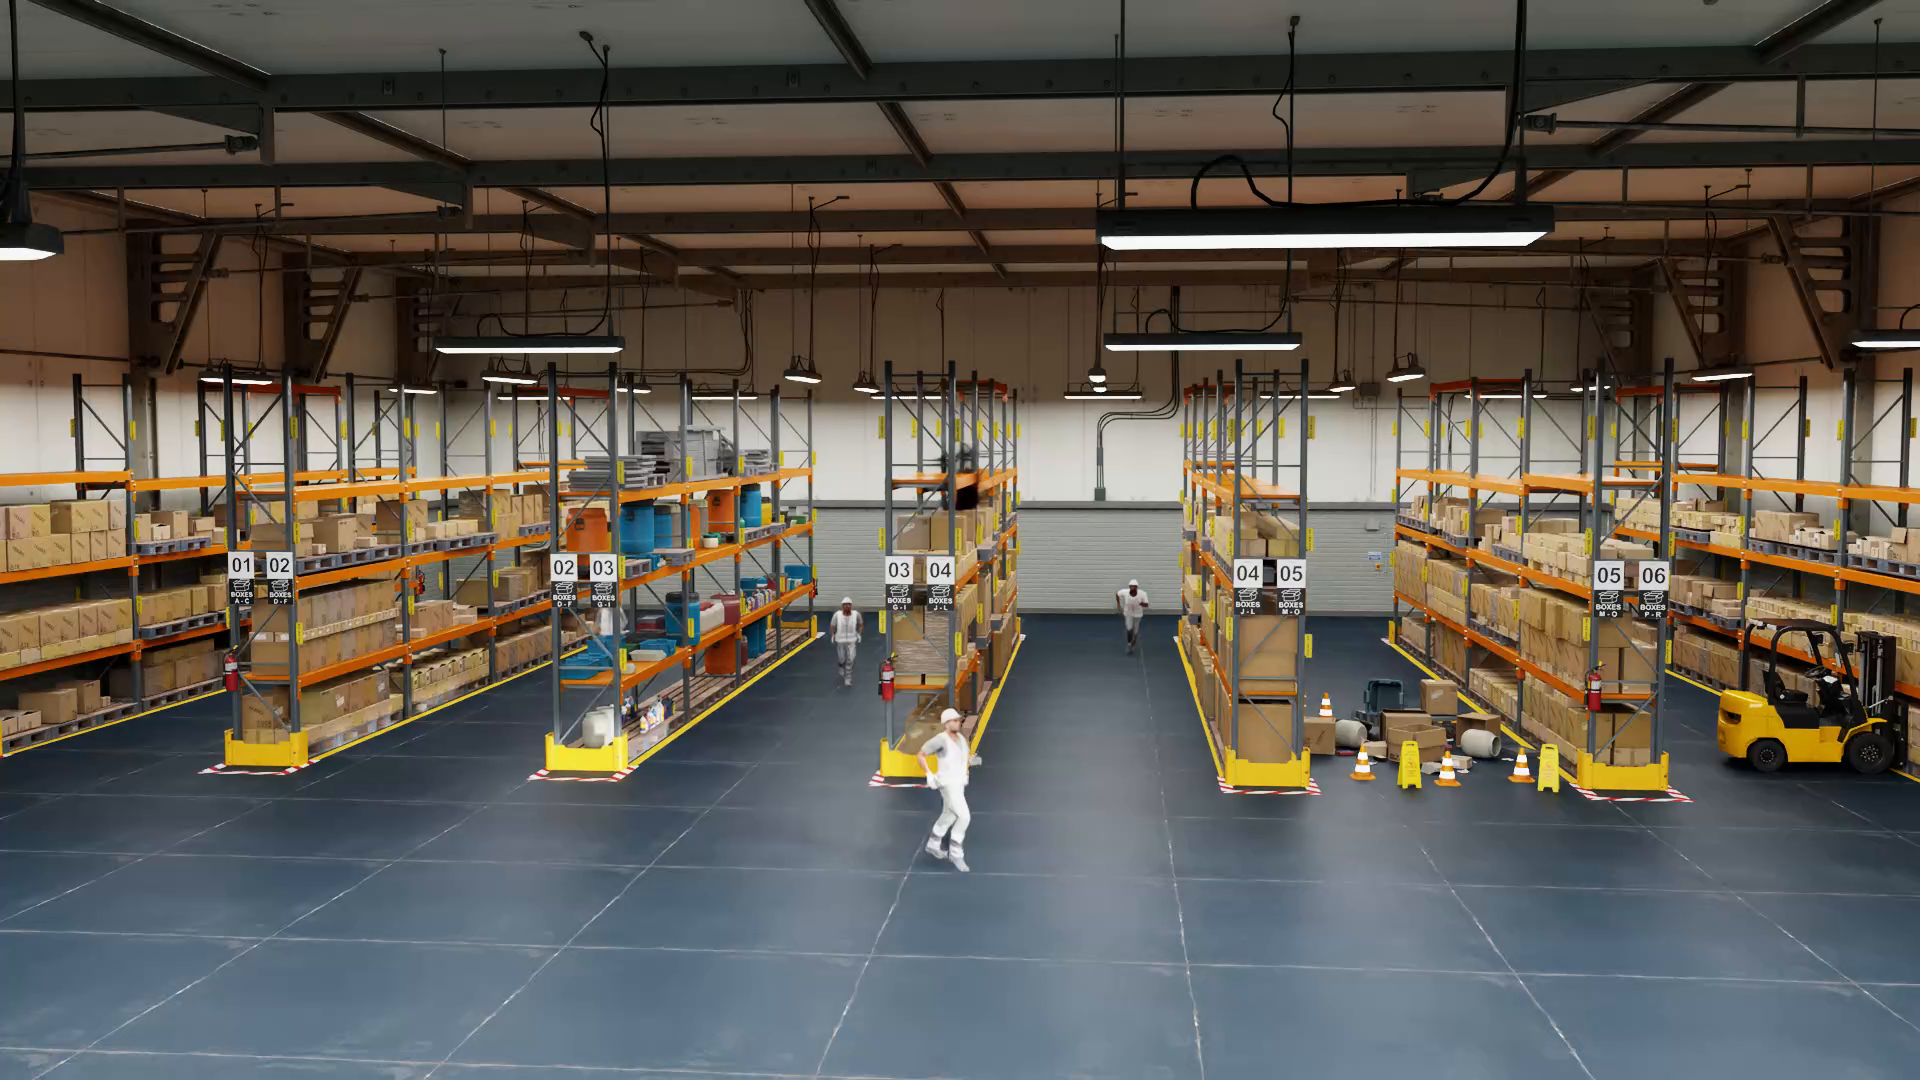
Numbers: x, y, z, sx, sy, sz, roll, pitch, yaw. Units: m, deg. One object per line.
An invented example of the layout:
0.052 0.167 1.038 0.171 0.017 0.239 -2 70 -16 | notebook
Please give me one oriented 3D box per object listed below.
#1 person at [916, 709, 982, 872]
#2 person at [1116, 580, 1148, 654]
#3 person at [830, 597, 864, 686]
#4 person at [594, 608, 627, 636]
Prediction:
-0.099 2.854 19.064 0.774 1.846 0.643 2 4 31 | person
3.836 1.699 37.002 0.682 1.678 0.887 0 4 -2 | person
-2.229 1.983 32.803 0.669 1.733 0.695 0 4 -7 | person
-7.086 1.924 33.718 0.657 1.721 0.612 0 4 -5 | person
